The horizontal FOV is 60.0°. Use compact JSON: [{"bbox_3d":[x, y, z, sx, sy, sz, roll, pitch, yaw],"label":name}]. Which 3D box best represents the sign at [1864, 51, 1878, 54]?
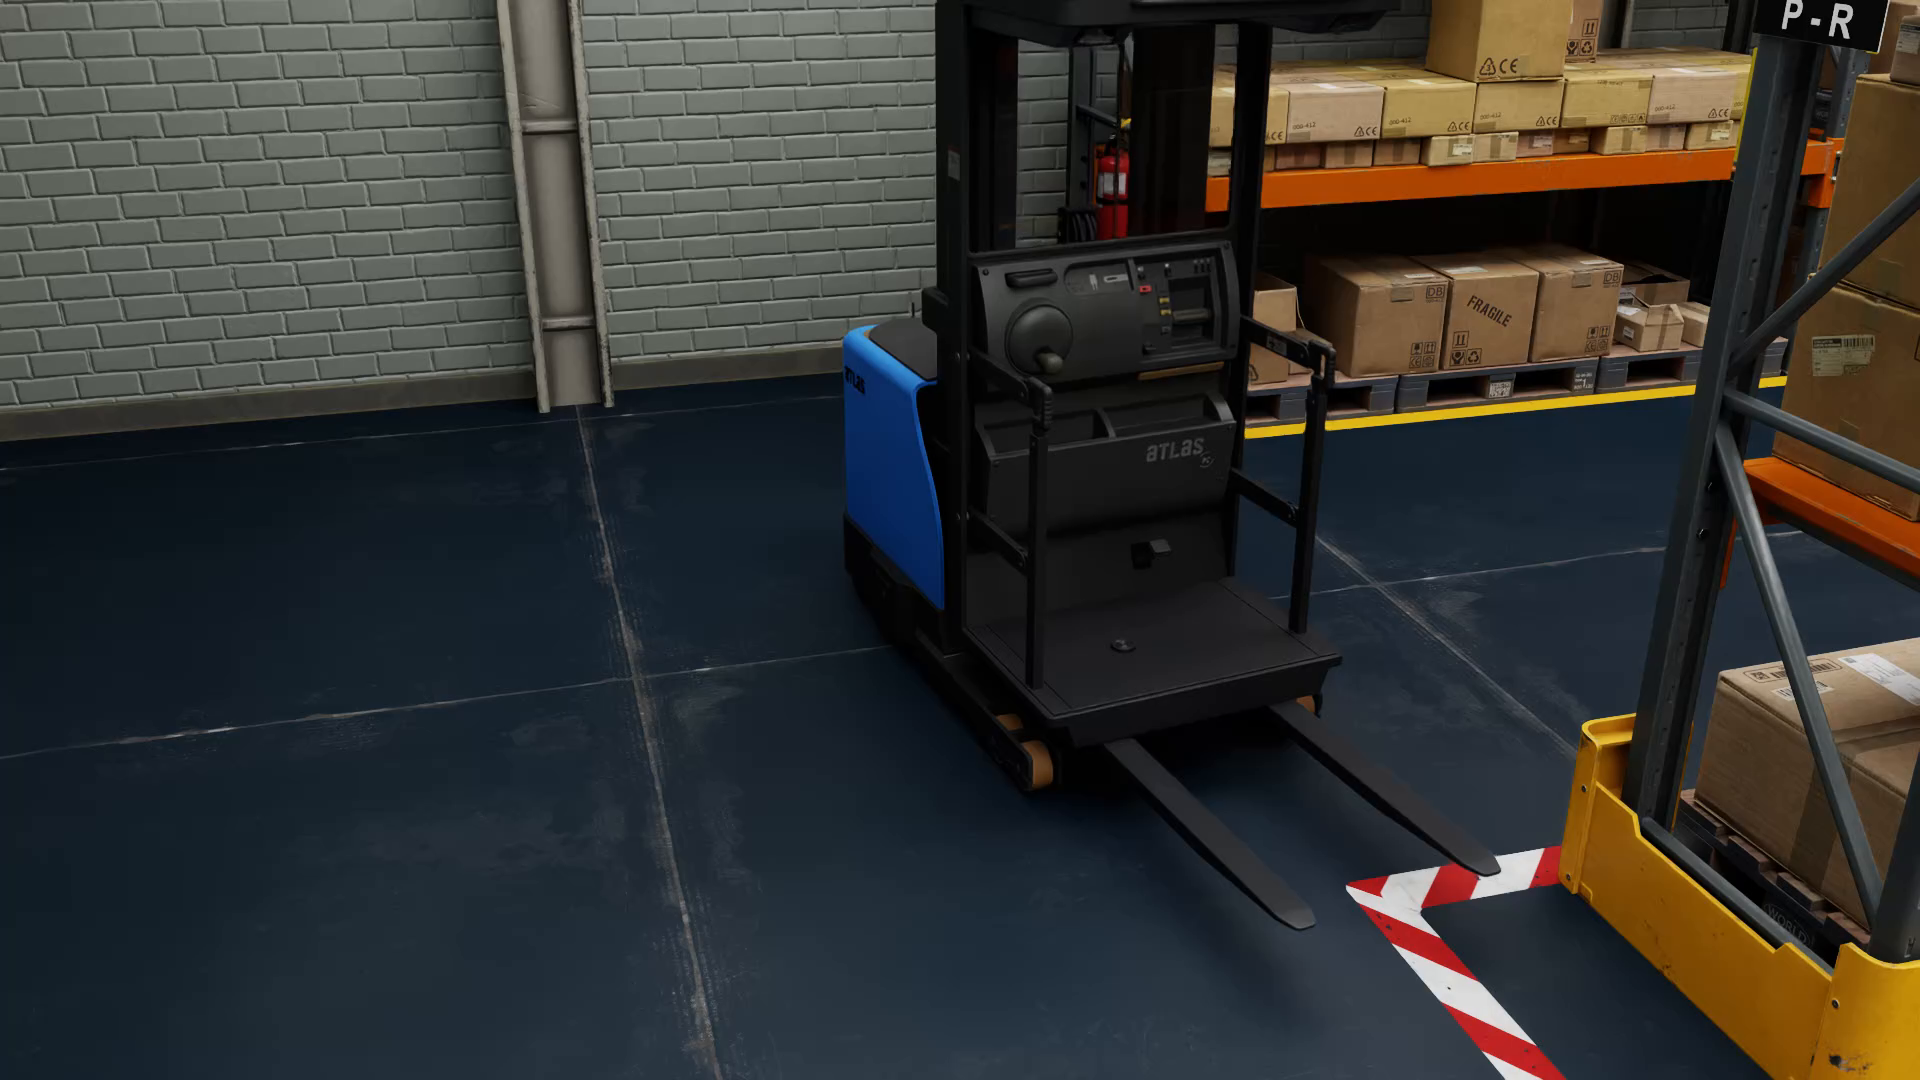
[{"bbox_3d":[4.760,-2.696,8.631,0.005,0.325,0.100,-6,24,-14],"label":"sign"}]

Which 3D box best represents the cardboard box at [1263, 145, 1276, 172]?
[{"bbox_3d":[1.378,-1.937,8.279,0.250,0.149,0.380,-6,24,-13],"label":"cardboard box"}]

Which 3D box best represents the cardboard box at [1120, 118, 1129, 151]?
[{"bbox_3d":[1.001,-2.099,8.656,0.250,0.149,0.380,-7,24,-15],"label":"cardboard box"}]

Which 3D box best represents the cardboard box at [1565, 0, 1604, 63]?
[{"bbox_3d":[3.100,-2.858,8.969,0.500,0.500,0.500,-7,24,-16],"label":"cardboard box"}]

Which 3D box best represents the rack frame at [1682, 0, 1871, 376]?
[{"bbox_3d":[4.606,-2.503,9.280,0.127,3.000,1.000,-6,24,-14],"label":"rack frame"}]

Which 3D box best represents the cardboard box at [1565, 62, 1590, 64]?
[{"bbox_3d":[3.078,-2.510,9.110,0.500,0.250,0.500,-6,24,-13],"label":"cardboard box"}]

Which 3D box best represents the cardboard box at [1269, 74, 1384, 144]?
[{"bbox_3d":[1.750,-2.145,8.257,0.500,0.250,0.500,-6,24,-14],"label":"cardboard box"}]

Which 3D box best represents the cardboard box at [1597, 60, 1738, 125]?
[{"bbox_3d":[3.703,-2.365,8.771,0.500,0.250,0.500,-6,24,-14],"label":"cardboard box"}]

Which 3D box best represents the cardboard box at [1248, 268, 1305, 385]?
[{"bbox_3d":[1.369,-1.152,8.764,0.637,0.503,0.797,-7,24,-16],"label":"cardboard box"}]

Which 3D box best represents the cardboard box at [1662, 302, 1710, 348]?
[{"bbox_3d":[4.149,-1.215,9.361,0.250,0.149,0.380,-7,24,-16],"label":"cardboard box"}]

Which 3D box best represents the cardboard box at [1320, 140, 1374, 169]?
[{"bbox_3d":[1.881,-1.982,8.384,0.250,0.149,0.380,-6,24,-13],"label":"cardboard box"}]

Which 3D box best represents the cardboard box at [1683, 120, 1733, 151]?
[{"bbox_3d":[3.879,-2.185,8.857,0.250,0.149,0.380,-6,24,-13],"label":"cardboard box"}]

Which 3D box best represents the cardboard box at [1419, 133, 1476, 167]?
[{"bbox_3d":[2.399,-2.011,8.451,0.250,0.149,0.380,-7,24,-16],"label":"cardboard box"}]

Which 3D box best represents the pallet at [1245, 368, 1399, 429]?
[{"bbox_3d":[1.595,-0.889,9.054,1.213,0.211,1.003,-6,24,-14],"label":"pallet"}]

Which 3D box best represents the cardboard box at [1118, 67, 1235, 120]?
[{"bbox_3d":[1.126,-2.295,8.607,0.500,0.250,0.500,-6,24,-13],"label":"cardboard box"}]

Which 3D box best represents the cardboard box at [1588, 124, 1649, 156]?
[{"bbox_3d":[3.380,-2.130,8.728,0.250,0.149,0.380,-7,24,-15],"label":"cardboard box"}]

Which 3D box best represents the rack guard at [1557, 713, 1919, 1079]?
[{"bbox_3d":[2.076,0.958,4.383,0.348,0.500,1.175,-6,24,-14],"label":"rack guard"}]

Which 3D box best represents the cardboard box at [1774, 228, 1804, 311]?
[{"bbox_3d":[5.133,-1.514,9.611,0.500,0.500,0.500,-5,24,-12],"label":"cardboard box"}]

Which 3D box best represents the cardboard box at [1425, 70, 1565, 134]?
[{"bbox_3d":[2.723,-2.263,8.532,0.500,0.250,0.500,-7,24,-16],"label":"cardboard box"}]

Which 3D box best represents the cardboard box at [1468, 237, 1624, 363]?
[{"bbox_3d":[3.202,-1.337,9.200,0.500,0.500,0.700,-7,24,-16],"label":"cardboard box"}]

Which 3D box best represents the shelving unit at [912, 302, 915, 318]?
[{"bbox_3d":[-0.052,-0.477,7.030,0.252,1.050,0.215,-6,24,-14],"label":"shelving unit"}]

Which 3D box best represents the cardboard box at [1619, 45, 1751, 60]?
[{"bbox_3d":[4.056,-2.621,9.367,0.500,0.250,0.500,-7,24,-15],"label":"cardboard box"}]

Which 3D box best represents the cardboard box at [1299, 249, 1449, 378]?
[{"bbox_3d":[2.203,-1.227,8.943,0.500,0.500,0.700,-5,24,-12],"label":"cardboard box"}]

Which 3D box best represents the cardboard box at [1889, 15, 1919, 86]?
[{"bbox_3d":[2.391,-1.111,3.817,0.250,0.149,0.380,-6,24,-14],"label":"cardboard box"}]

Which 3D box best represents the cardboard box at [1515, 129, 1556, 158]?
[{"bbox_3d":[2.877,-2.100,8.659,0.250,0.149,0.380,-6,24,-14],"label":"cardboard box"}]

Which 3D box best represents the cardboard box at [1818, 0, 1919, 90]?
[{"bbox_3d":[5.132,-2.709,9.099,0.500,0.500,0.700,-6,24,-13],"label":"cardboard box"}]

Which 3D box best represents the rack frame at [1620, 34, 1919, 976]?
[{"bbox_3d":[2.099,-0.193,3.896,0.127,3.000,1.000,-6,24,-14],"label":"rack frame"}]

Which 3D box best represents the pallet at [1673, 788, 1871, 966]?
[{"bbox_3d":[2.848,0.974,4.713,1.213,0.211,1.003,-6,24,-14],"label":"pallet"}]

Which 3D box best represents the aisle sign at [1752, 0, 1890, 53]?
[{"bbox_3d":[1.946,-1.498,3.640,0.004,0.787,0.394,-6,24,-14],"label":"aisle sign"}]

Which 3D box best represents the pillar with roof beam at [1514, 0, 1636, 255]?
[{"bbox_3d":[4.855,-3.894,4.912,0.400,9.000,9.100,-6,24,-14],"label":"pillar with roof beam"}]

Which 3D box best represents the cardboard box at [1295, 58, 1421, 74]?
[{"bbox_3d":[2.101,-2.400,8.852,0.500,0.250,0.500,-6,24,-13],"label":"cardboard box"}]

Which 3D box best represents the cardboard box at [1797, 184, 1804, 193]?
[{"bbox_3d":[5.134,-2.024,9.979,0.250,0.149,0.380,-6,24,-14],"label":"cardboard box"}]

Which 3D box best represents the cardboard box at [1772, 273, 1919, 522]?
[{"bbox_3d":[2.492,-0.391,4.230,0.500,0.500,0.500,-6,24,-14],"label":"cardboard box"}]

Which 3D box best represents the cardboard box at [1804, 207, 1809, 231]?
[{"bbox_3d":[5.023,-1.783,9.416,0.250,0.149,0.380,-5,24,-12],"label":"cardboard box"}]

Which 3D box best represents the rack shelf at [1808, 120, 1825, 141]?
[{"bbox_3d":[6.532,-2.386,9.918,4.000,0.370,1.077,-6,24,-14],"label":"rack shelf"}]

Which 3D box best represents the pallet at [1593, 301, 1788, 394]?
[{"bbox_3d":[3.944,-1.149,9.660,1.213,0.211,1.003,-6,24,-14],"label":"pallet"}]

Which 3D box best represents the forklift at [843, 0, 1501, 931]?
[{"bbox_3d":[0.580,-0.728,5.230,1.130,2.935,3.031,-10,25,-21],"label":"forklift"}]
